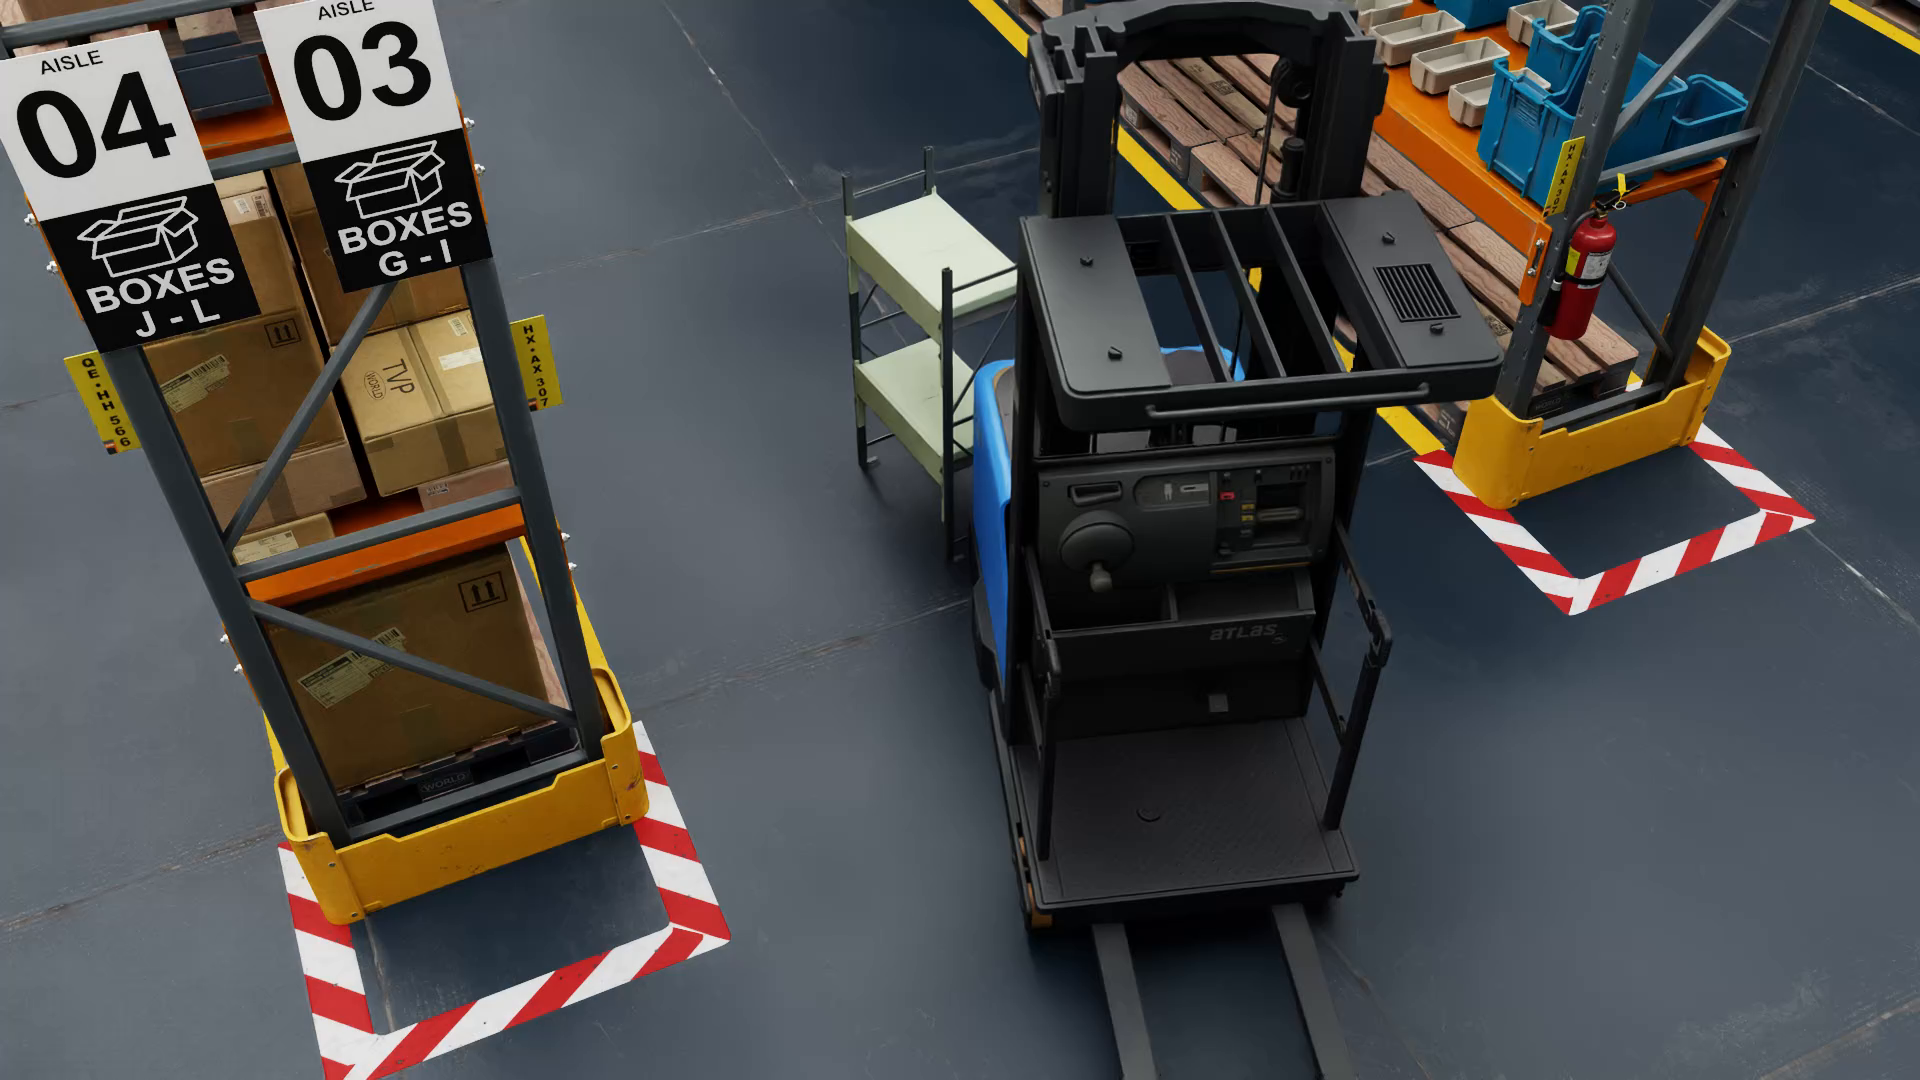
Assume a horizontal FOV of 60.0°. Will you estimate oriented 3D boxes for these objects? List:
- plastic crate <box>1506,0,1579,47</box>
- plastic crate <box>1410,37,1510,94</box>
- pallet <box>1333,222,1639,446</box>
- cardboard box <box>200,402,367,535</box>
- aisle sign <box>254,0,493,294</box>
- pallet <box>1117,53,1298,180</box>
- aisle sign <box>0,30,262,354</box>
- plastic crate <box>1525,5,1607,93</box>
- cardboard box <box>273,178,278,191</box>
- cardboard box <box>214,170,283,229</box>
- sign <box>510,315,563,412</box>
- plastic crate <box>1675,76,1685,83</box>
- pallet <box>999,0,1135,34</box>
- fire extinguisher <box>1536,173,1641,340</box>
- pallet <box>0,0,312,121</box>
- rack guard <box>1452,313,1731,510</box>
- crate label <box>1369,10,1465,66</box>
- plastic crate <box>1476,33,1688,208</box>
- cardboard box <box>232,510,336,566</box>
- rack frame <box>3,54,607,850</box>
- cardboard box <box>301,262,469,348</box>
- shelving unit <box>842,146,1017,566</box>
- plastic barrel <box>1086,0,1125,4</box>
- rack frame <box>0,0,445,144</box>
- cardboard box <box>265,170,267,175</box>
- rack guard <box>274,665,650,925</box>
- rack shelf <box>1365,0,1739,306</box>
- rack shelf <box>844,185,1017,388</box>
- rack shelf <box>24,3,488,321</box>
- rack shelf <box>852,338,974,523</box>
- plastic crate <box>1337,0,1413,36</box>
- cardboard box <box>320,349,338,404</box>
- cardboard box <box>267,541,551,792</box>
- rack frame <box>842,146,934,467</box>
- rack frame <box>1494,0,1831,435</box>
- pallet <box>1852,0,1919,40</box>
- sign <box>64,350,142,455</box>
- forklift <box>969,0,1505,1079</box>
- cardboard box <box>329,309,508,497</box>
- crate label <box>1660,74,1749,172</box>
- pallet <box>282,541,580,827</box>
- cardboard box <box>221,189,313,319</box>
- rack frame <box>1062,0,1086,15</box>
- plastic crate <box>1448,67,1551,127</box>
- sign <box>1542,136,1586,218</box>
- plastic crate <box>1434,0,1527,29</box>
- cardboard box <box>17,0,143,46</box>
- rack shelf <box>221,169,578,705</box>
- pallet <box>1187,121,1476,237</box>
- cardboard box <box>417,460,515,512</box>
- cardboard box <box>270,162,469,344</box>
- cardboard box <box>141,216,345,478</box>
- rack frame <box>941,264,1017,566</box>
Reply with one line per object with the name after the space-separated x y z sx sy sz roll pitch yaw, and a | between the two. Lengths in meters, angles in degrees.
2.609 -2.319 7.479 0.250 0.136 0.298 -18 47 -17 | plastic crate
2.144 -2.059 7.215 0.396 0.136 0.243 -18 47 -17 | plastic crate
2.448 -1.021 8.003 1.003 0.211 1.213 -18 47 -17 | pallet
-2.179 -0.296 5.179 0.500 0.250 0.500 -19 48 -18 | cardboard box
-1.432 -0.982 4.127 0.394 0.787 0.004 -18 47 -17 | aisle sign
1.422 -2.575 9.579 1.003 0.211 1.213 -18 47 -17 | pallet
-1.976 -0.804 3.947 0.394 0.787 0.004 -18 47 -17 | aisle sign
2.678 -2.112 7.200 0.416 0.233 0.300 -18 47 -17 | plastic crate
-2.125 -1.366 5.728 0.500 0.500 0.500 -19 48 -18 | cardboard box
-2.829 -1.275 6.170 0.500 0.250 0.500 -18 47 -17 | cardboard box
-1.228 -0.510 4.827 0.100 0.325 0.005 -18 47 -17 | sign
2.895 -1.887 7.041 0.250 0.136 0.298 -18 47 -17 | plastic crate
0.791 -3.537 10.553 1.003 0.211 1.213 -18 47 -17 | pallet
2.411 -1.086 6.404 0.296 0.674 0.183 -18 47 -17 | fire extinguisher
-2.056 -1.519 4.450 1.003 0.211 1.213 -18 47 -17 | pallet
2.781 -0.575 7.346 1.175 0.500 0.348 -18 47 -17 | rack guard
2.004 -2.229 7.387 0.396 0.136 0.243 -18 47 -17 | crate label
2.449 -1.668 6.606 0.616 0.435 0.499 -18 47 -17 | plastic crate
-2.183 -0.054 5.216 0.380 0.149 0.250 -17 47 -17 | cardboard box
-1.734 -0.013 4.997 1.000 3.000 0.127 -18 47 -17 | rack frame
-1.916 -0.781 5.670 0.500 0.250 0.500 -19 48 -18 | cardboard box
-0.086 -0.724 6.785 0.431 1.500 0.755 -24 49 -22 | shelving unit
0.864 -3.779 10.009 0.600 0.901 0.708 -18 47 -17 | plastic barrel
-1.734 -2.149 2.890 1.000 3.000 0.127 -18 47 -17 | rack frame
-3.029 -1.591 6.491 0.500 0.250 0.500 -17 47 -16 | cardboard box
-1.724 0.892 5.859 1.175 0.500 0.348 -18 47 -17 | rack guard
1.919 -2.495 8.024 1.077 0.370 4.000 -18 47 -17 | rack shelf
-0.086 -1.002 6.511 0.431 0.370 0.720 -24 49 -22 | rack shelf
-2.575 -2.100 5.488 1.077 0.370 4.000 -18 47 -17 | rack shelf
-0.086 -0.492 7.014 0.431 0.370 0.720 -24 49 -22 | rack shelf
1.863 -2.412 7.573 0.298 0.136 0.250 -18 47 -17 | plastic crate
-2.392 -0.620 5.506 0.500 0.250 0.500 -19 48 -18 | cardboard box
-2.076 0.209 5.985 0.875 0.875 0.875 -18 47 -17 | cardboard box
-0.280 -0.942 7.006 0.400 1.500 0.023 -24 49 -22 | rack frame
2.759 -1.476 6.479 1.000 3.000 0.127 -18 47 -17 | rack frame
6.378 -3.276 10.289 1.003 0.211 1.213 -18 47 -17 | pallet
-2.233 -0.359 4.354 0.100 0.325 0.005 -18 47 -17 | sign
0.732 0.032 5.000 1.130 2.935 3.031 -5 45 -5 | forklift
-1.691 -0.452 5.336 0.500 0.250 0.500 -19 48 -18 | cardboard box
2.954 -1.692 6.775 0.416 0.233 0.303 -18 47 -17 | crate label
-2.142 0.493 6.469 1.003 0.211 1.213 -18 47 -17 | pallet
-2.606 -0.944 5.835 0.500 0.250 0.500 -20 48 -19 | cardboard box
1.078 -4.025 9.063 1.000 3.000 0.127 -18 47 -17 | rack frame
2.252 -1.870 7.023 0.396 0.136 0.243 -18 47 -17 | plastic crate
2.267 -1.361 6.247 0.100 0.325 0.005 -18 47 -17 | sign
2.401 -2.532 7.625 0.416 0.233 0.300 -18 47 -17 | plastic crate
-2.002 -1.617 4.045 0.700 0.500 0.500 -21 48 -20 | cardboard box
-2.575 -1.032 6.541 1.077 0.370 4.000 -18 47 -17 | rack shelf
1.939 -1.797 8.790 1.003 0.211 1.213 -18 47 -17 | pallet
-1.584 -0.248 5.413 0.380 0.149 0.250 -18 47 -17 | cardboard box
-1.901 -1.037 5.395 0.500 0.500 0.500 -19 48 -18 | cardboard box
-2.178 -0.566 4.918 0.500 0.500 0.500 -17 47 -17 | cardboard box
0.108 -0.506 6.564 0.400 1.500 0.023 -24 49 -22 | rack frame
